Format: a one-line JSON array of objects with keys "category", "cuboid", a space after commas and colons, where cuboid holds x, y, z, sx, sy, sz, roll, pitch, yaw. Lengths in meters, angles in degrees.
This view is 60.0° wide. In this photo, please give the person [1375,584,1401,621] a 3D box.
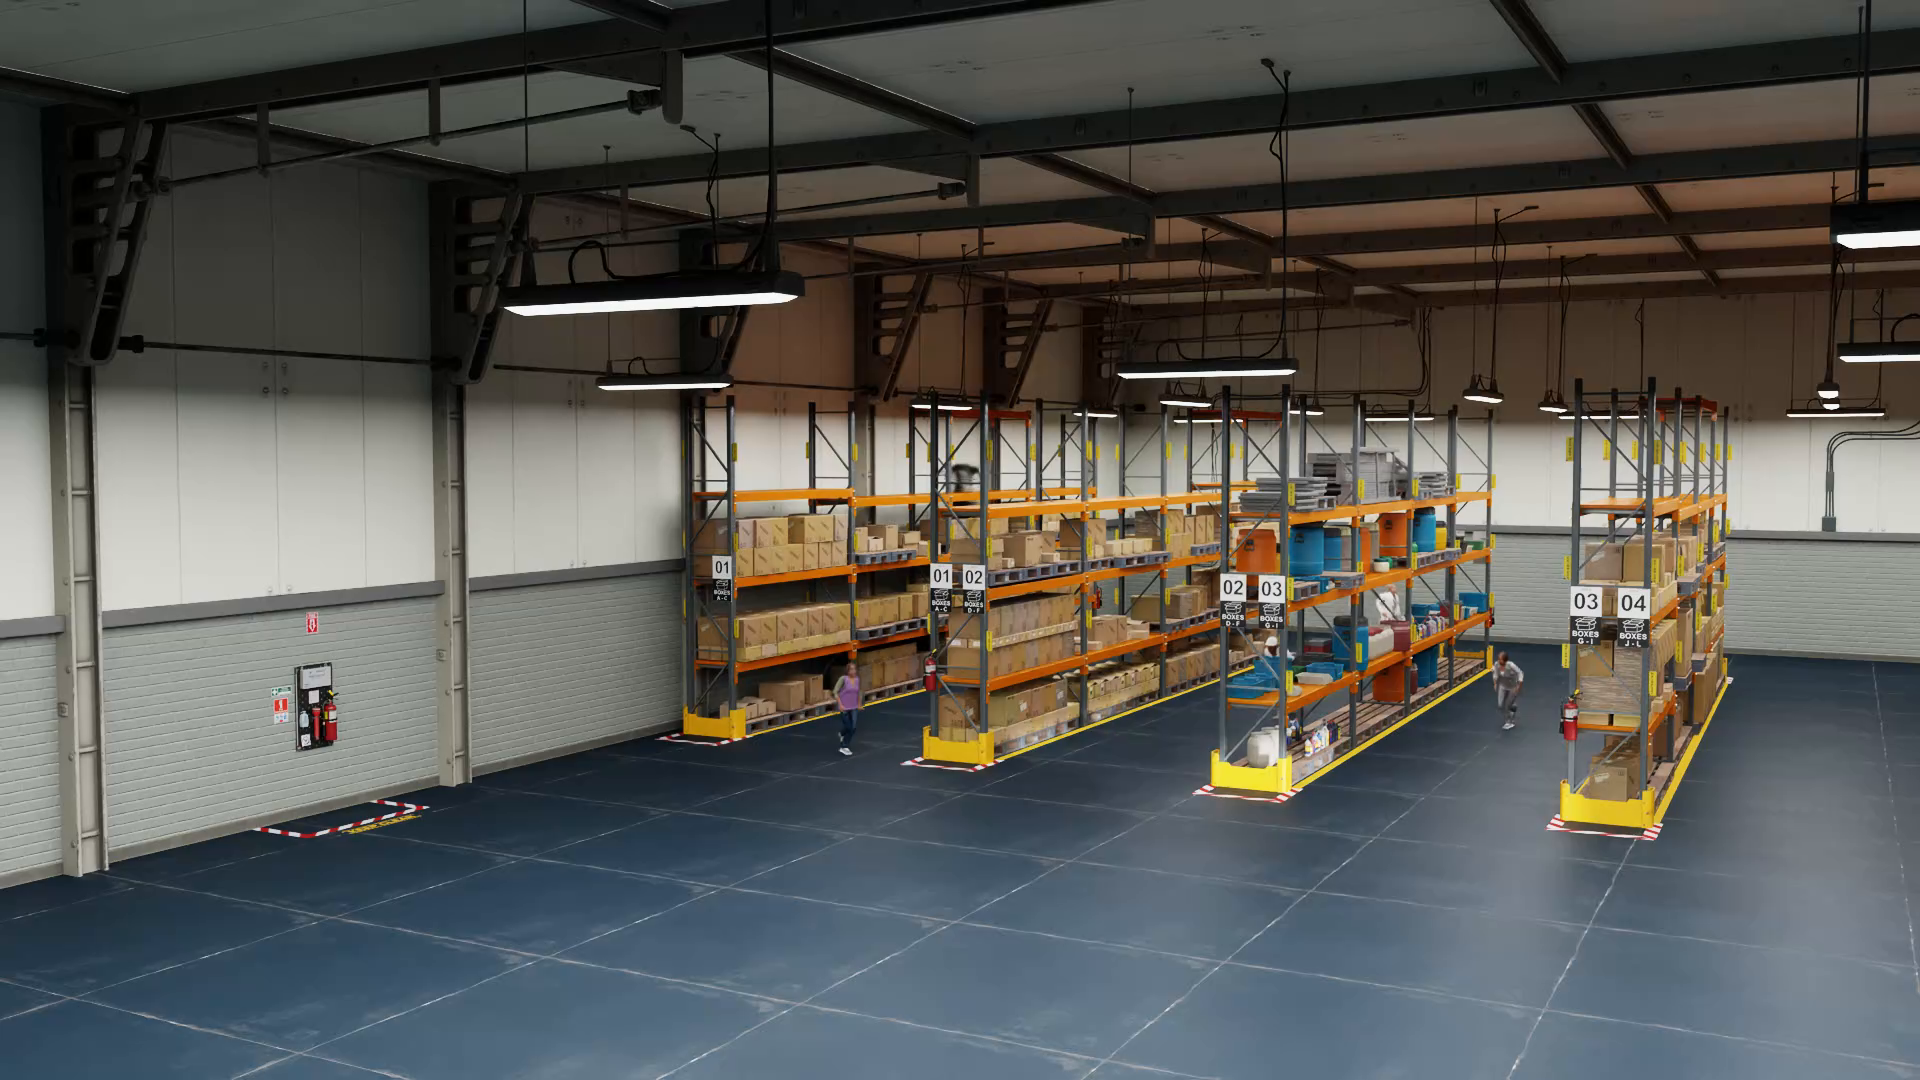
[{"category": "person", "cuboid": [10.795, 1.948, 41.841, 0.796, 1.703, 0.536, -3, 4, -43]}]

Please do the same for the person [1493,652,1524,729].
[{"category": "person", "cuboid": [9.960, 2.730, 30.131, 0.553, 1.385, 0.850, 2, 4, 38]}]

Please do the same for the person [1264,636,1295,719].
[{"category": "person", "cuboid": [6.048, 2.572, 31.214, 0.703, 1.583, 1.047, 3, 4, 41]}]

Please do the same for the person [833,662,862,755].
[{"category": "person", "cuboid": [-1.882, 2.789, 27.643, 0.541, 1.546, 0.518, -2, 3, -29]}]
